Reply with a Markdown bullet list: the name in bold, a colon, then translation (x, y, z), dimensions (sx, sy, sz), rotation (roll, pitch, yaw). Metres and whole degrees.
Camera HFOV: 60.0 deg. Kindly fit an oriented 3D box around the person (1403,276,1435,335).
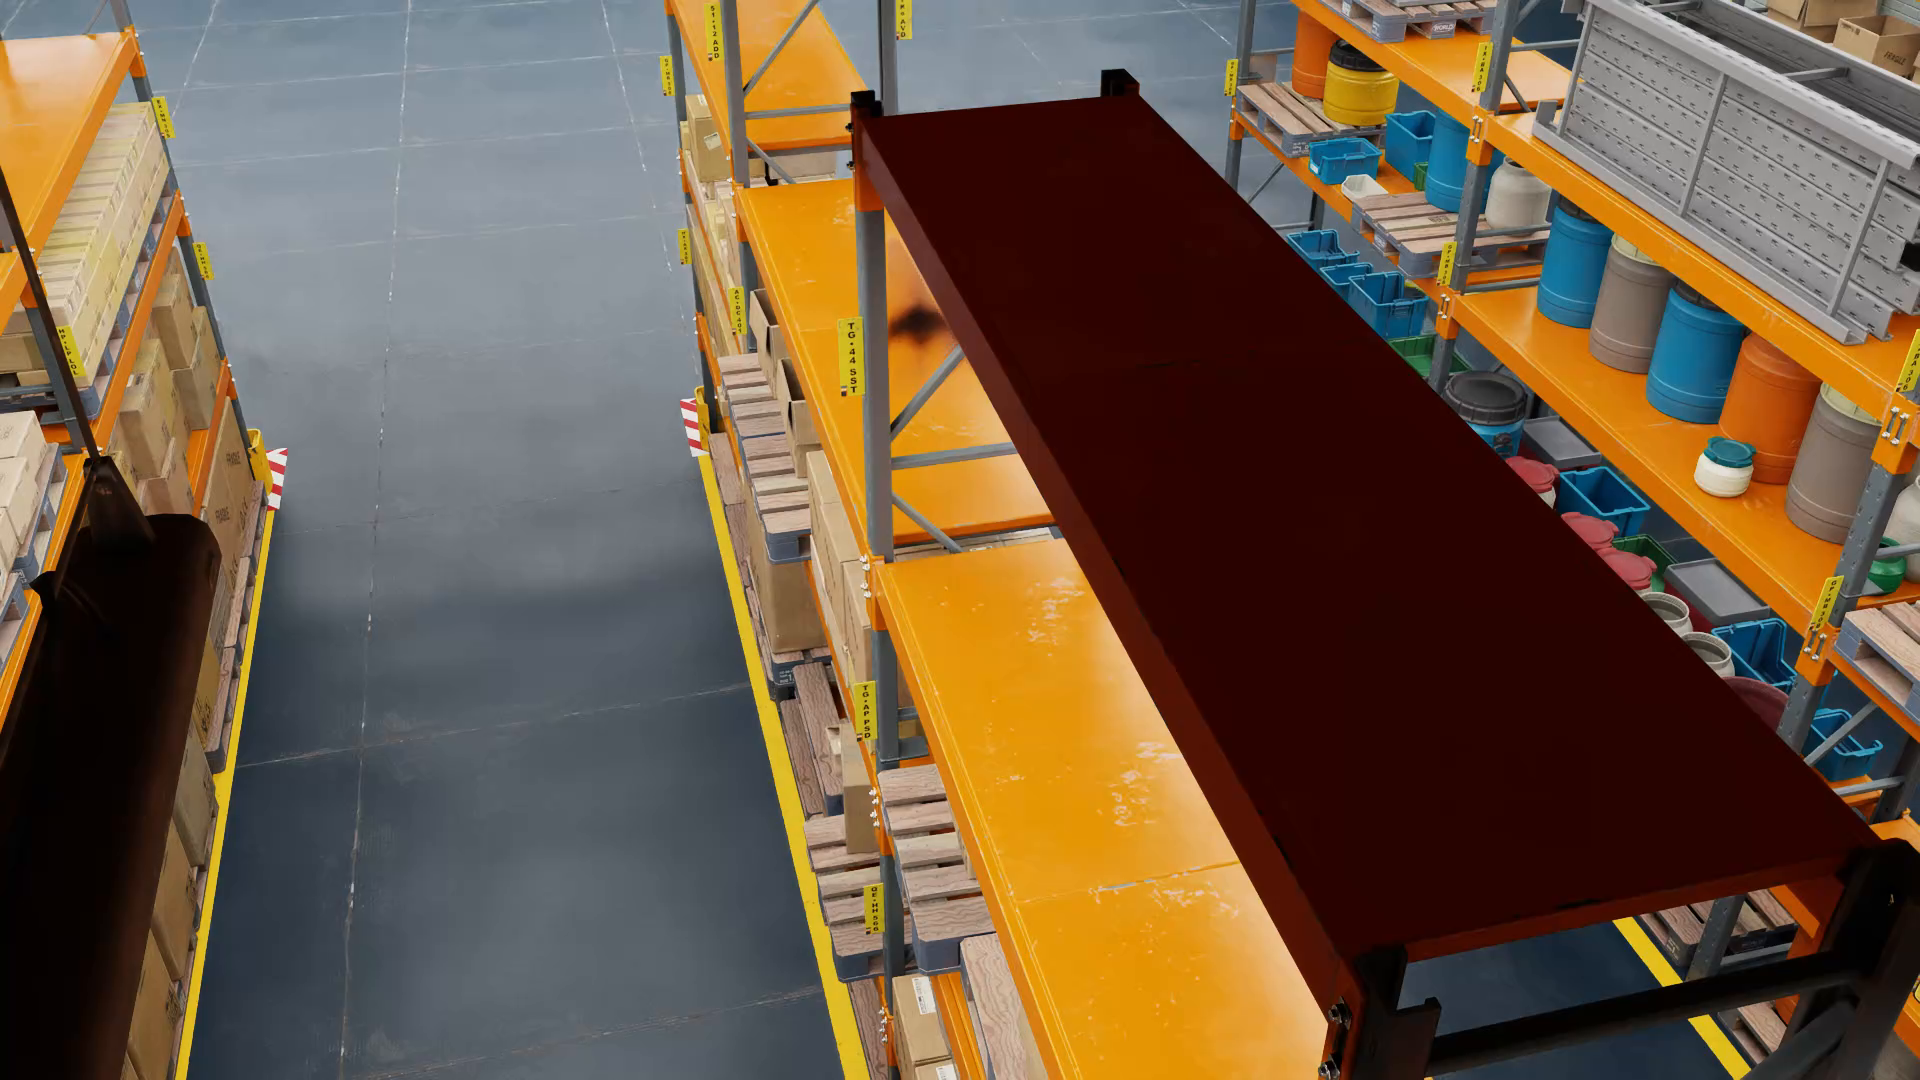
- **person**: translation (4.438, -2.490, 16.199), dimensions (0.716, 1.849, 0.756), rotation (-17, 38, -23)
